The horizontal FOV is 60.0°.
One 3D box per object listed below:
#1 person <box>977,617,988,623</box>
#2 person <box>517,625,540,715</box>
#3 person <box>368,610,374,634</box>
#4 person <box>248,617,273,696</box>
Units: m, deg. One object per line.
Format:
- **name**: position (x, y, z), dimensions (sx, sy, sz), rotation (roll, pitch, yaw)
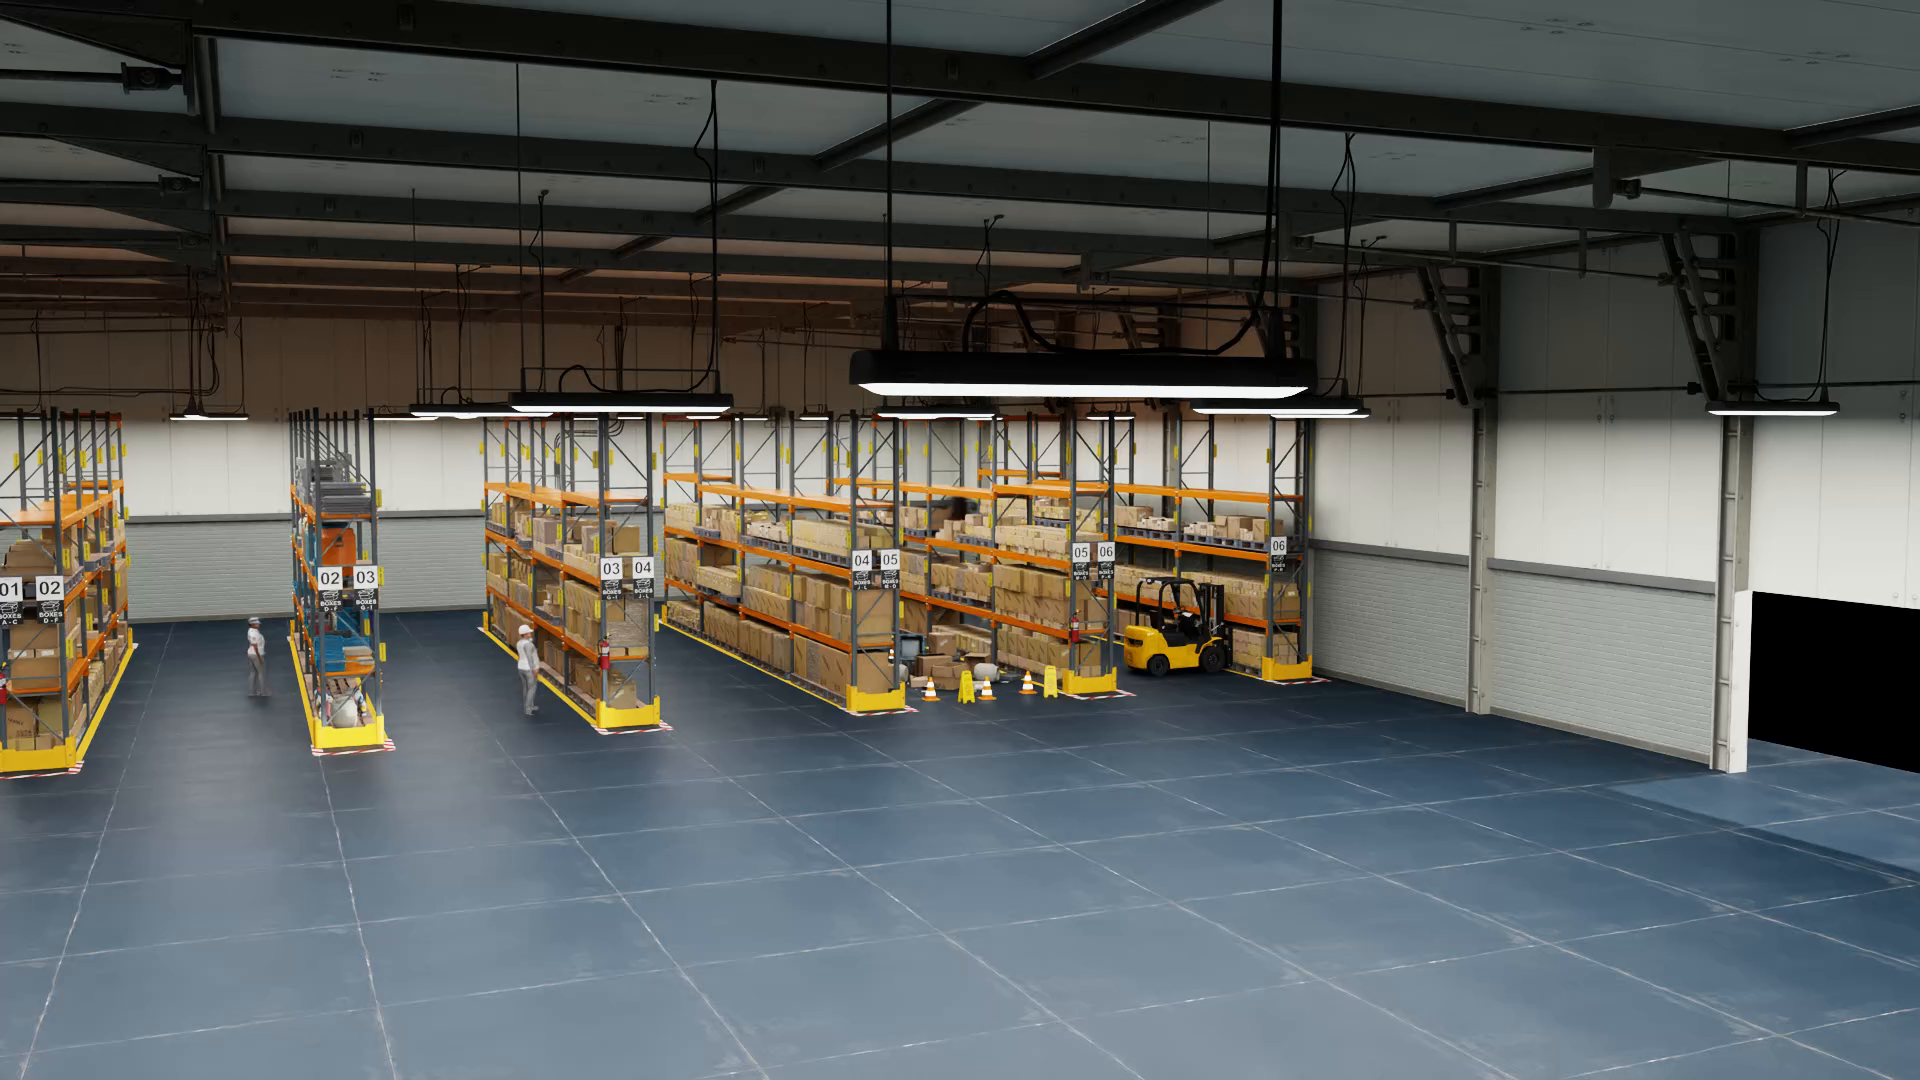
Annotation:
- **person**: position (0.589, 1.426, 45.363), dimensions (0.386, 1.662, 0.547), rotation (-1, 4, -19)
- **person**: position (-8.477, 2.551, 32.841), dimensions (0.553, 1.773, 0.584), rotation (3, 5, 39)
- **person**: position (-16.219, 1.745, 45.422), dimensions (0.446, 1.606, 0.978), rotation (-2, 5, -30)
- **person**: position (-14.677, 2.444, 34.831), dimensions (0.433, 1.664, 0.532), rotation (-4, 5, -42)
